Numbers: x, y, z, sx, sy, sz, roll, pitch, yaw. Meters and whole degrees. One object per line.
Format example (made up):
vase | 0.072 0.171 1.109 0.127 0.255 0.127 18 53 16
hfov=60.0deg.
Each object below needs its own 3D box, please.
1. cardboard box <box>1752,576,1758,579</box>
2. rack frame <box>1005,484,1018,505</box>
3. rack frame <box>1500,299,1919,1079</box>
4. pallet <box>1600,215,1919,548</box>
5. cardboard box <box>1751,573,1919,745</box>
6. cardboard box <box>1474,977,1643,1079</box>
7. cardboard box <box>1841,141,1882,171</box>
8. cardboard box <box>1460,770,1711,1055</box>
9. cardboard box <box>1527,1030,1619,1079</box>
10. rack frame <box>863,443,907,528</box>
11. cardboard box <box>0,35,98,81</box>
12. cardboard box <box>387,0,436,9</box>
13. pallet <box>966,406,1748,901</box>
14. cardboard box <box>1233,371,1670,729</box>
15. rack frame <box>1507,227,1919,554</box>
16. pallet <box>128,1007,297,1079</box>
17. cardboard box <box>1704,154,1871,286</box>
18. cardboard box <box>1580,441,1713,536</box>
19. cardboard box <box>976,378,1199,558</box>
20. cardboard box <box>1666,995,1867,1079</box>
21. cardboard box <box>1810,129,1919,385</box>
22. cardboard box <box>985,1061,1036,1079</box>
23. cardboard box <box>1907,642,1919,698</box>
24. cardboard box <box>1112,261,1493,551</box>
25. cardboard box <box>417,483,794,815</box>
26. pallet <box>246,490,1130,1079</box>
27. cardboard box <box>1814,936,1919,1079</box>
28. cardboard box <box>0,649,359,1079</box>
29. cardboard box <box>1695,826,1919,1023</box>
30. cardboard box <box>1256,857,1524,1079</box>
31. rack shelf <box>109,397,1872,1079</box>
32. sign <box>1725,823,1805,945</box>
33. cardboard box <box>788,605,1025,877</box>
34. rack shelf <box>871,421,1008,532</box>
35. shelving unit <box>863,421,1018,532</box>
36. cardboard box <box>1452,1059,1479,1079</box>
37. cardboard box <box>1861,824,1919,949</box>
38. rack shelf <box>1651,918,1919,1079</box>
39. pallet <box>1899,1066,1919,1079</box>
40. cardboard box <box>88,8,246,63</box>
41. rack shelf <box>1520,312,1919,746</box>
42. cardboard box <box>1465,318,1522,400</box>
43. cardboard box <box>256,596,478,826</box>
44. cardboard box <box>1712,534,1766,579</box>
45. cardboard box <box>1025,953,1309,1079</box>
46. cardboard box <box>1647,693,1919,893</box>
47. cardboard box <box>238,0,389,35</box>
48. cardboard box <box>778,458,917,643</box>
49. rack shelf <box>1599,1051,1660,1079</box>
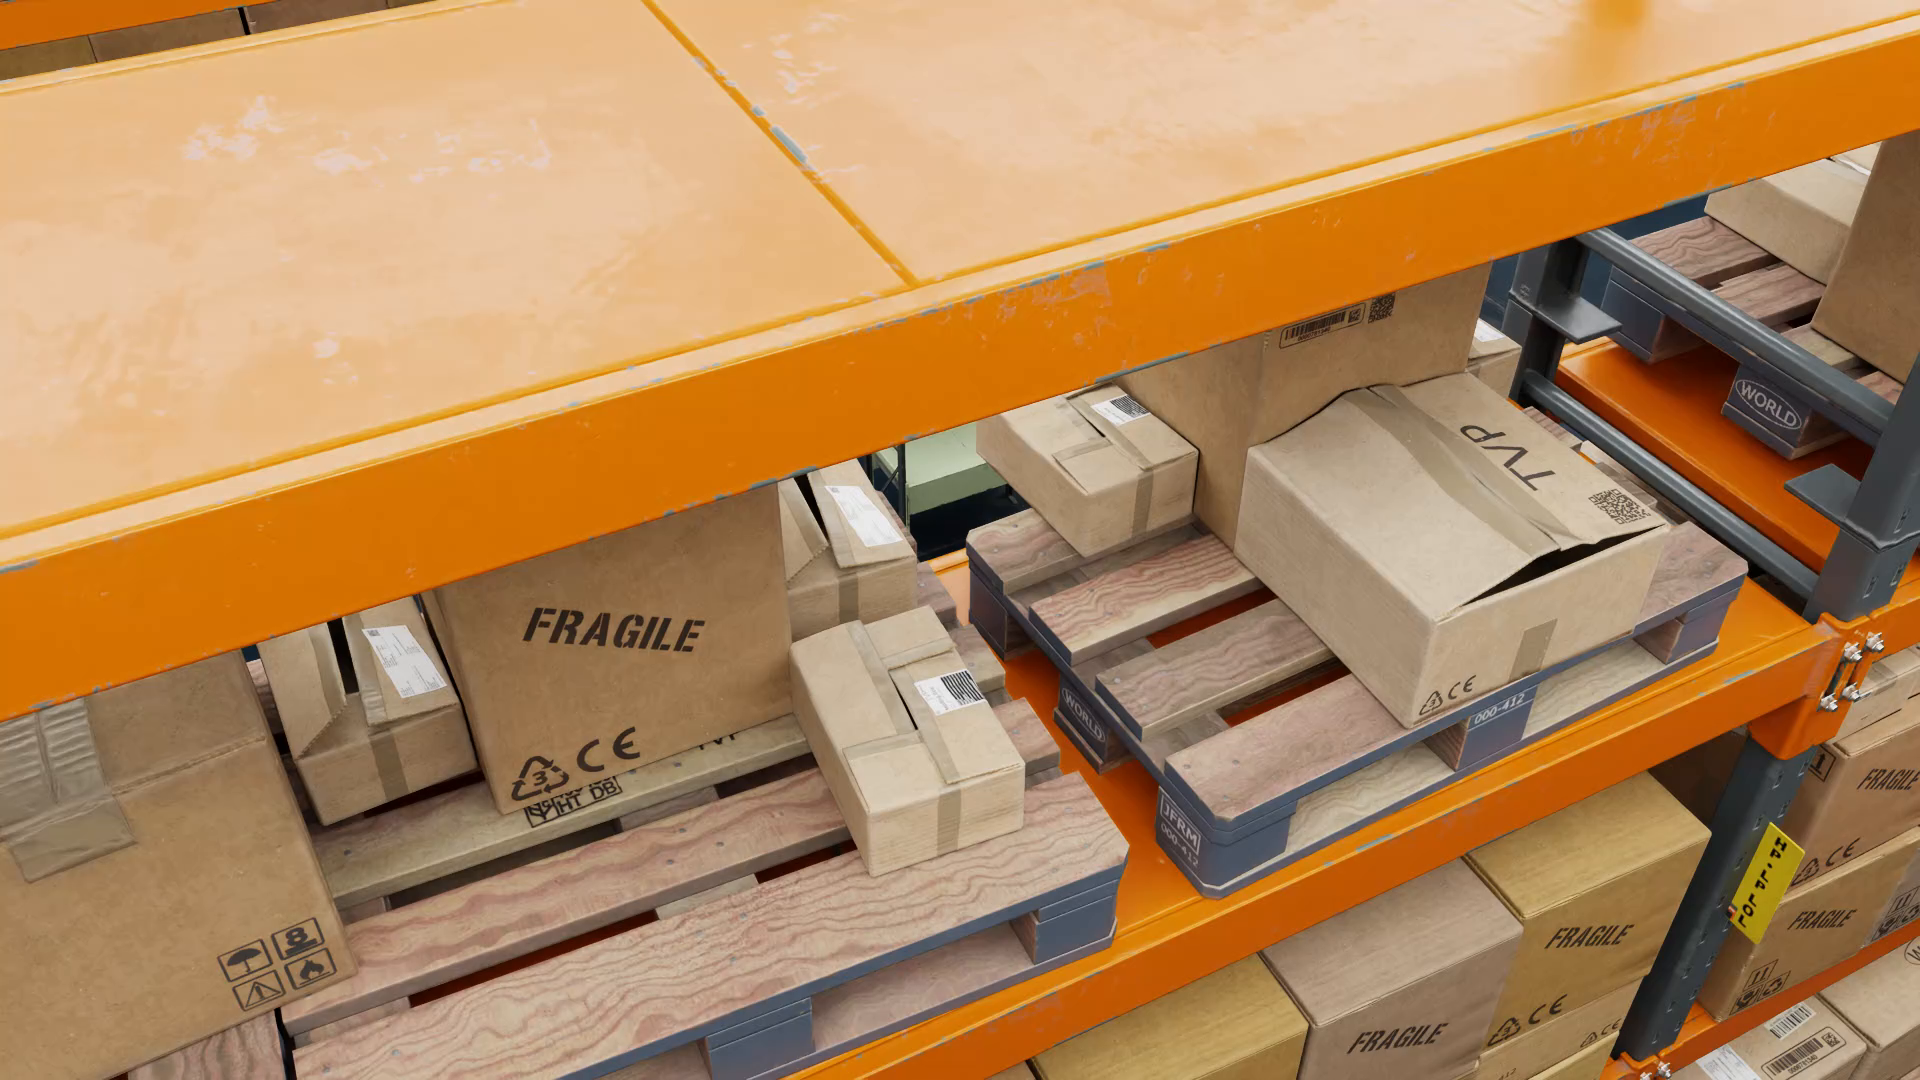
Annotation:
cardboard box | 1.809 0.147 4.393 0.500 0.500 0.500 -19 44 -21
rack frame | 0.319 -0.680 7.381 0.023 1.500 0.400 -19 44 -21
rack frame | 1.518 0.865 4.395 0.127 3.000 1.000 -19 44 -21
pallet | 2.249 -0.484 3.736 1.213 0.211 1.003 -19 44 -21
cardboard box | 1.918 0.253 3.766 0.250 0.149 0.380 -19 44 -21
cardboard box | 1.239 1.003 3.962 0.500 0.250 0.500 -19 44 -21
cardboard box | 2.171 -0.835 3.874 0.250 0.149 0.380 -18 43 -20
cardboard box | 1.238 0.723 3.712 0.500 0.500 0.500 -17 43 -19
cardboard box | 1.237 1.201 4.115 0.500 0.250 0.500 -20 44 -22
rack frame | -0.331 -0.461 7.123 0.023 1.500 0.400 -19 44 -21
cardboard box | -5.986 -3.163 10.473 0.875 0.875 1.225 -21 44 -23
cardboard box | -3.618 -3.960 11.415 0.875 0.875 1.225 -18 44 -21
pallet | 0.728 0.095 3.131 1.217 0.209 0.805 -20 44 -22
cardboard box | 0.833 -0.022 2.866 0.500 0.311 0.500 -19 44 -21
rack frame | 1.518 -1.424 2.457 0.127 3.000 1.000 -19 44 -21
pallet | -1.483 0.764 2.339 1.003 0.211 1.213 -17 43 -19
cardboard box | 1.937 -0.801 3.743 0.258 0.266 0.396 -17 43 -19
cardboard box | 1.644 -0.076 4.154 0.250 0.149 0.380 -19 44 -21
cardboard box | 0.234 -0.174 3.156 0.250 0.166 0.380 -22 45 -23
cardboard box | 2.125 1.557 5.236 0.875 0.438 0.875 -19 44 -21
cardboard box | 2.137 -0.571 3.291 0.500 0.500 0.500 -18 43 -20
cardboard box | -0.129 1.185 3.167 0.500 0.500 0.500 -18 43 -20
cardboard box | 2.138 0.167 3.867 0.250 0.149 0.380 -18 43 -20
cardboard box | 0.602 -0.381 3.143 0.500 0.500 0.500 -19 44 -21
cardboard box | -0.600 0.024 2.665 0.500 0.500 0.500 -18 44 -20
pallet | -0.493 0.428 2.736 1.213 0.211 1.003 -17 43 -19
cardboard box | 2.918 1.290 5.552 0.875 0.438 0.875 -20 44 -22
cardboard box | -1.239 0.312 2.325 0.500 0.500 0.700 -21 44 -23
cardboard box | 2.055 0.837 4.351 0.500 0.500 0.500 -17 43 -19
cardboard box | 0.782 0.881 3.525 0.500 0.500 0.500 -18 43 -20
rack shelf | -0.256 0.592 2.953 4.000 0.370 1.077 -19 44 -21
sign | 1.777 0.762 3.682 0.005 0.325 0.100 -19 44 -21
cardboard box | -0.090 0.300 2.597 0.250 0.166 0.380 -15 43 -17
rack shelf | -0.006 -0.322 7.463 0.720 0.370 0.431 -19 44 -21
shelving unit | -0.006 -0.570 7.252 0.755 1.500 0.431 -19 44 -21
cardboard box | 0.800 1.156 3.781 0.500 0.250 0.500 -18 43 -20
cardboard box | 2.503 0.689 4.525 0.500 0.500 0.500 -18 44 -20
rack shelf | 3.292 0.543 5.332 4.000 0.370 1.077 -19 44 -21
pallet | 3.312 1.381 5.944 1.213 0.211 1.003 -19 44 -21
cardboard box | -5.191 -3.424 10.782 0.875 0.875 1.225 -18 44 -21
rack shelf | 3.292 -0.602 4.363 4.000 0.370 1.077 -19 44 -21
cardboard box | 0.913 -0.440 3.394 0.258 0.266 0.396 -19 44 -21
cardboard box | -0.970 0.194 2.646 0.258 0.266 0.396 -20 44 -22
cardboard box | 1.928 -0.093 4.173 0.250 0.149 0.380 -18 43 -20
cardboard box | 0.324 1.022 3.359 0.500 0.500 0.500 -17 43 -19
cardboard box | 2.052 0.442 4.043 0.500 0.500 0.500 -18 44 -20
cardboard box | -4.410 -3.693 11.099 0.875 0.875 1.225 -20 44 -22
cardboard box | -0.264 -0.044 2.926 0.258 0.266 0.396 -15 43 -17
rack shelf | -0.256 1.737 3.922 4.000 0.370 1.077 -19 44 -21
